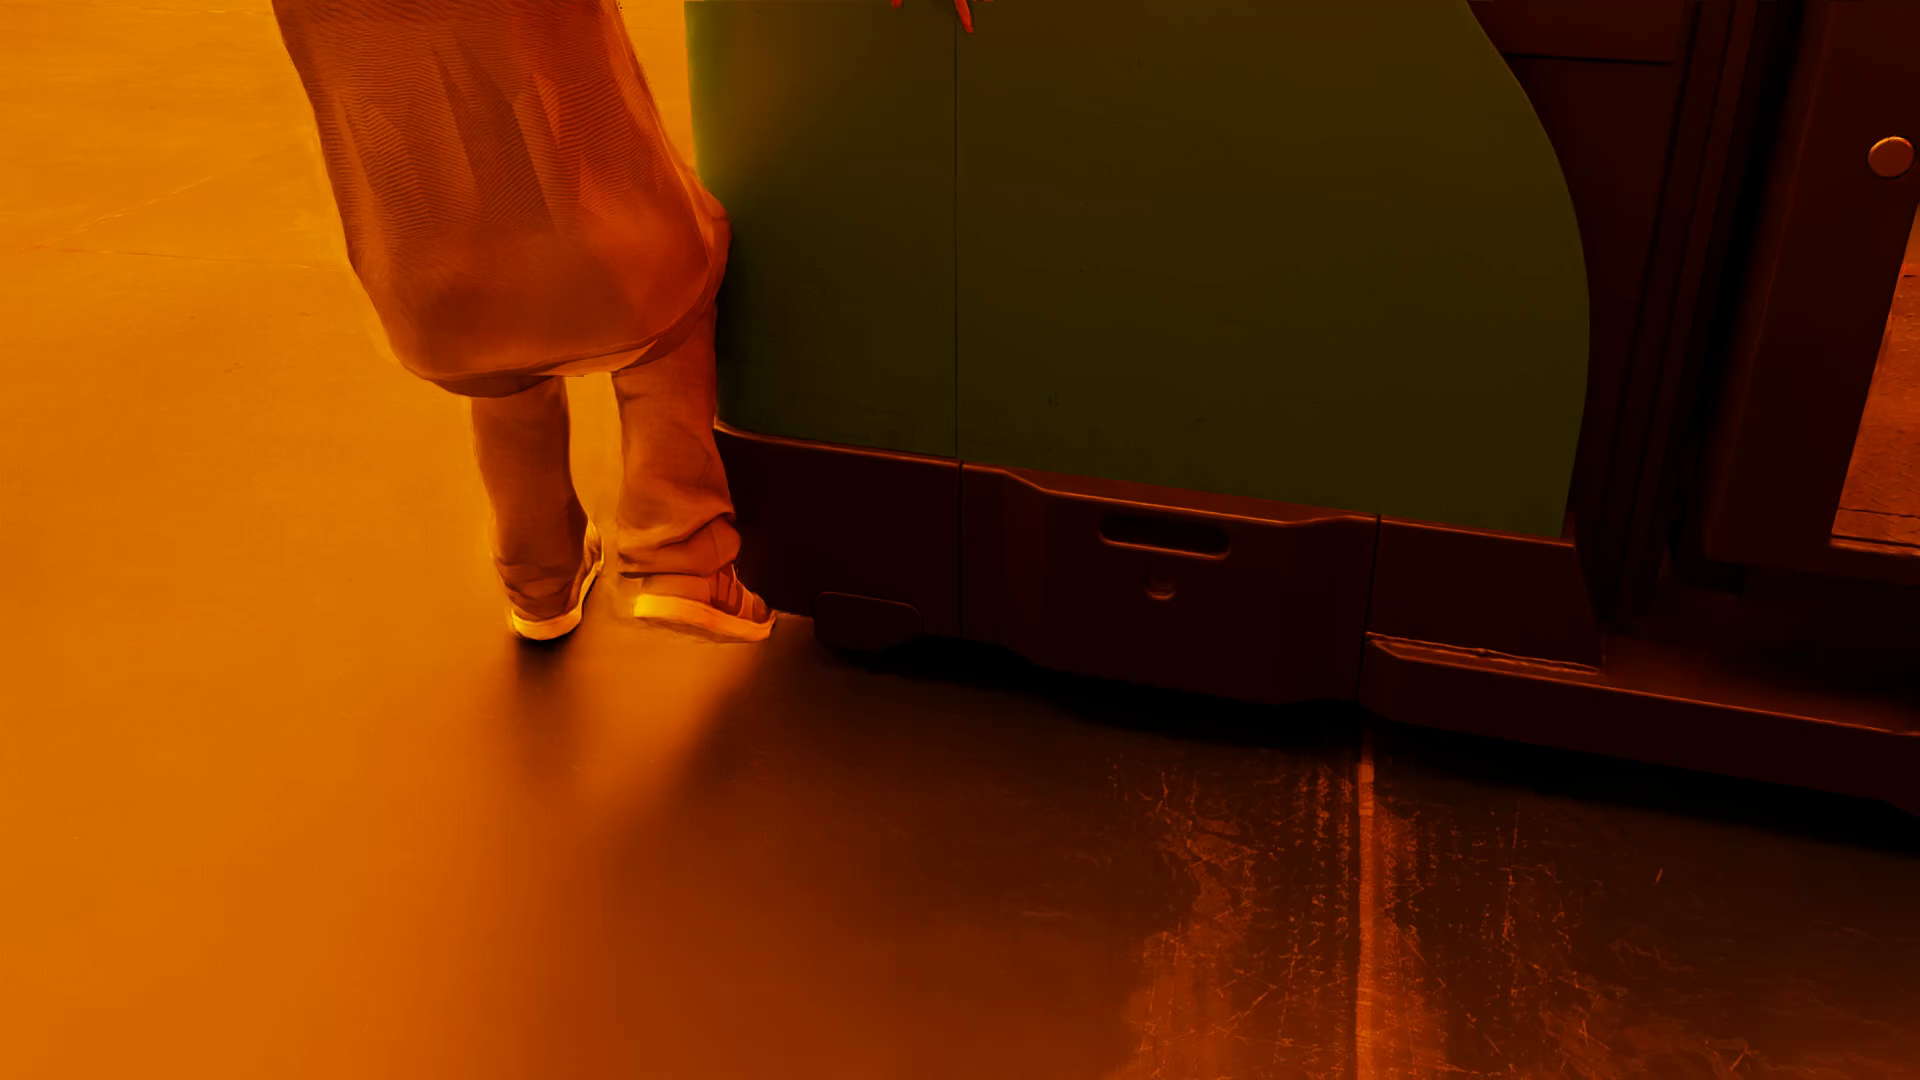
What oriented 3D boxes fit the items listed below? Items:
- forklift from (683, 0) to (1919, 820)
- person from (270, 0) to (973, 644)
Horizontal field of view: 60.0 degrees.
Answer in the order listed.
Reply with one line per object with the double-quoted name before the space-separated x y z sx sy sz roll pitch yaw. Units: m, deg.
"forklift" 1.241 -1.189 1.603 3.031 2.935 1.130 8 28 16
"person" -0.443 -0.425 1.821 0.906 1.350 0.754 -4 27 -8
